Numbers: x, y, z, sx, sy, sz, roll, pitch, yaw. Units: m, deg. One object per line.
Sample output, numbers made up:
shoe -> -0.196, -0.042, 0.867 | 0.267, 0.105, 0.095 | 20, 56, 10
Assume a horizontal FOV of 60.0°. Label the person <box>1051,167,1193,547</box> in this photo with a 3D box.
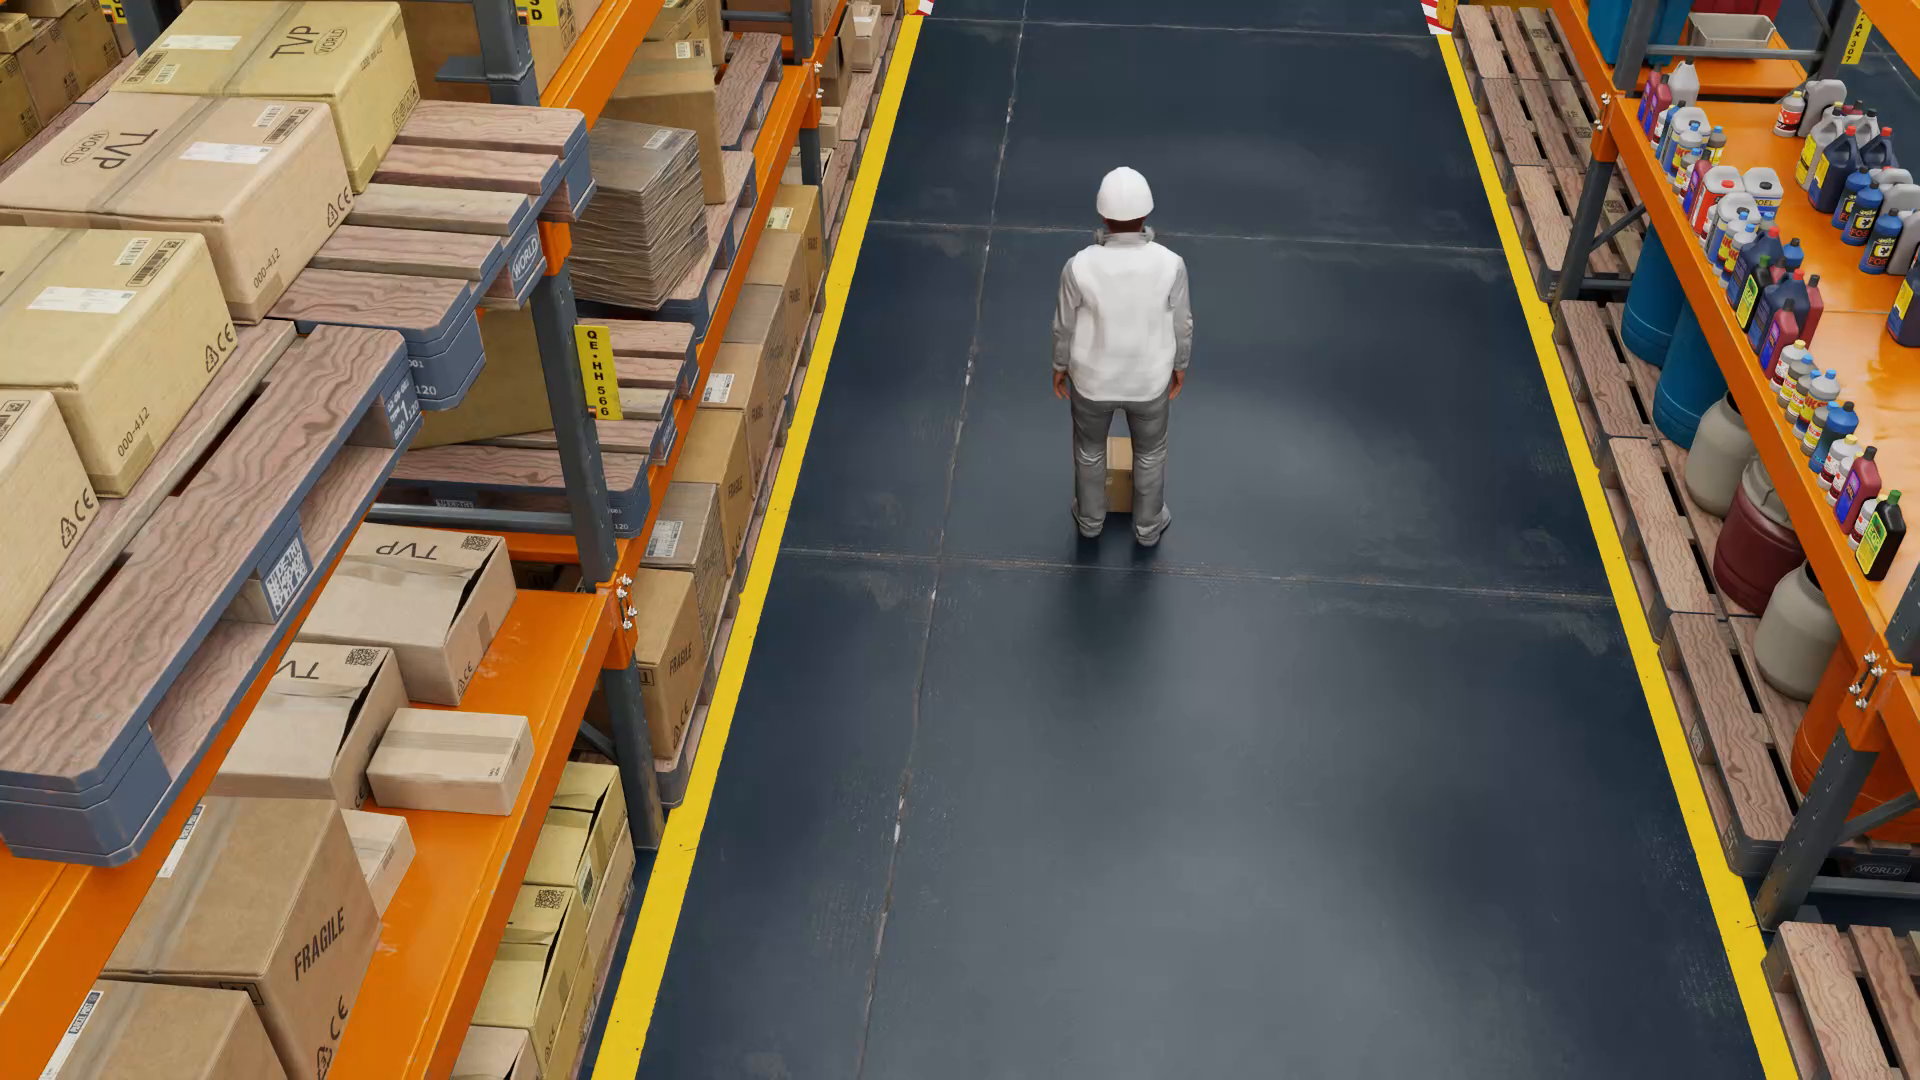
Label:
person -> 0.672, -0.723, 7.004 | 0.586, 1.770, 0.476 | 1, 40, 1
